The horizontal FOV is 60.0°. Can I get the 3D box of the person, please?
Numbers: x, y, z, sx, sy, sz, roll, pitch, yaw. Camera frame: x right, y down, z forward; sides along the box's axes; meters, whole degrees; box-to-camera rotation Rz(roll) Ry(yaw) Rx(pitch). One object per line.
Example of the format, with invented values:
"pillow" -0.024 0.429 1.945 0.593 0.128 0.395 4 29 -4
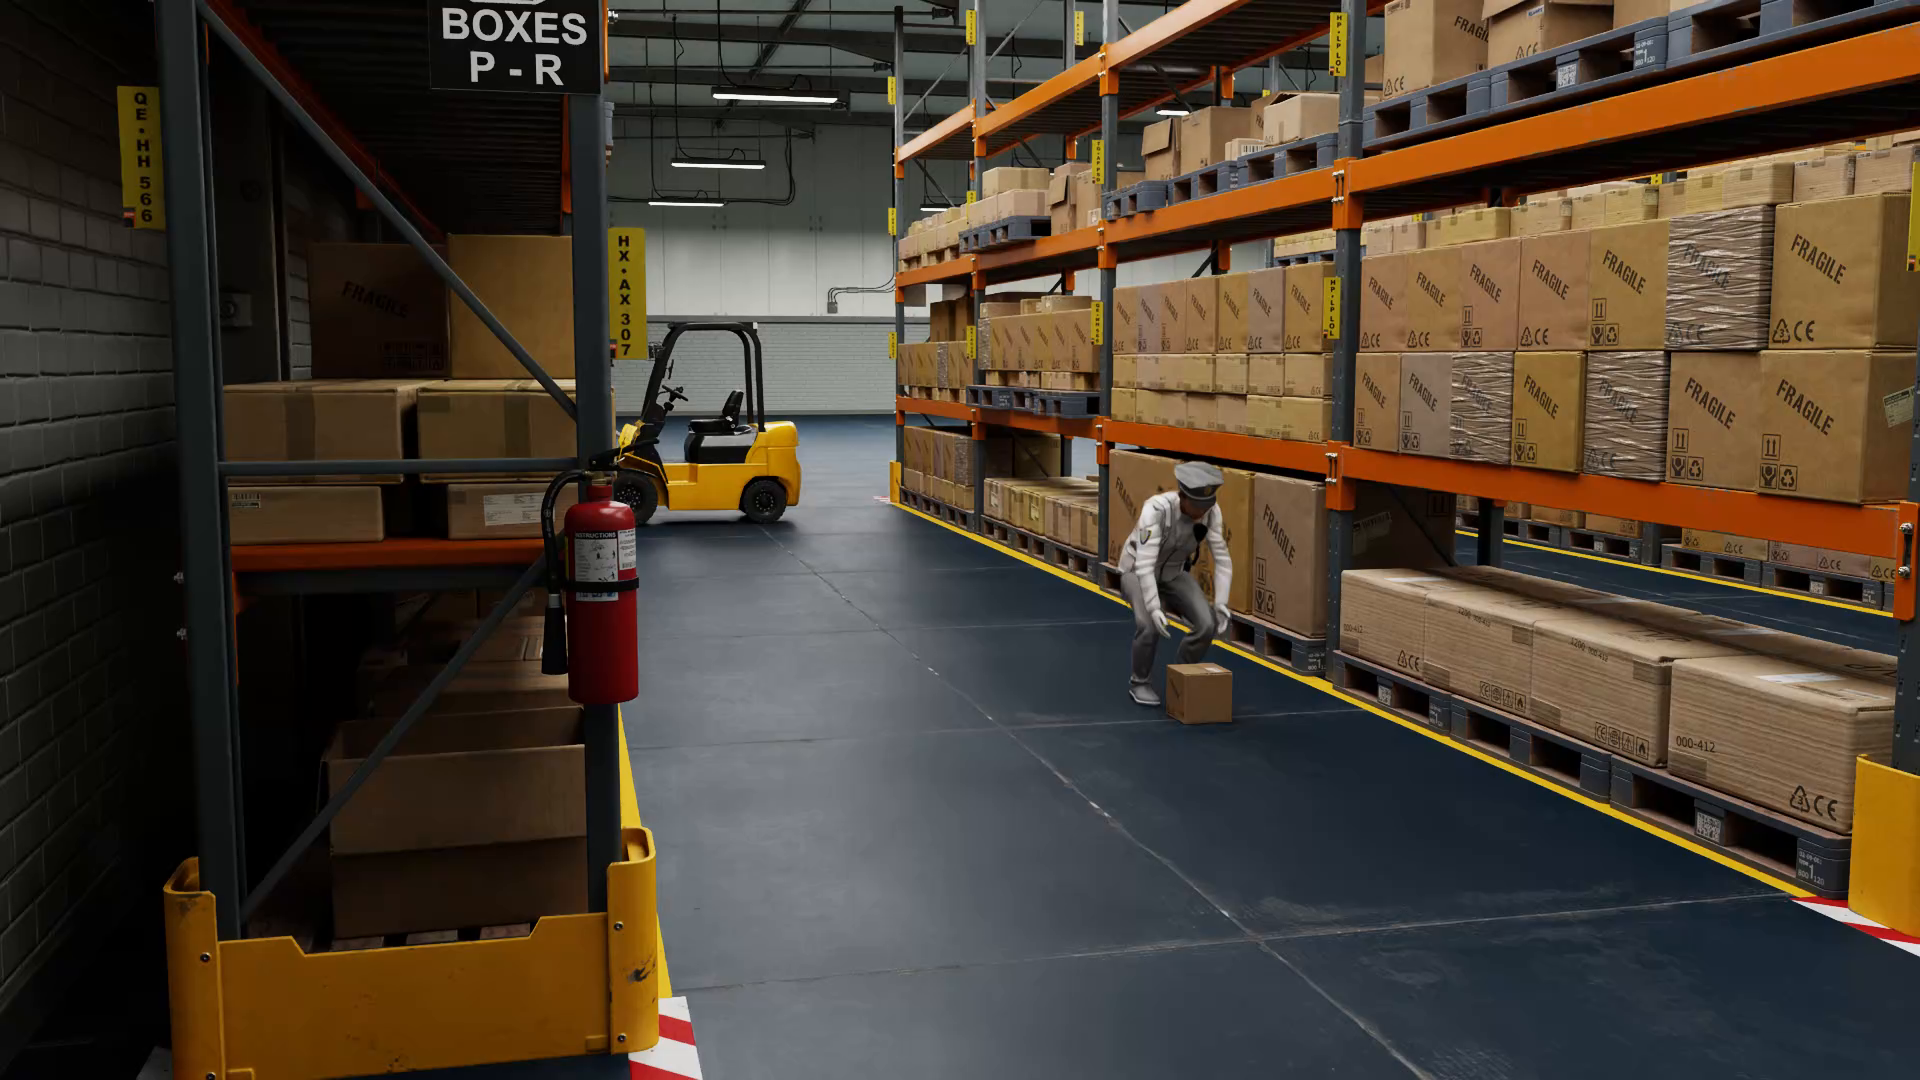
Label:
"person" 1.116 0.218 8.565 0.531 1.263 0.765 -2 6 -14
